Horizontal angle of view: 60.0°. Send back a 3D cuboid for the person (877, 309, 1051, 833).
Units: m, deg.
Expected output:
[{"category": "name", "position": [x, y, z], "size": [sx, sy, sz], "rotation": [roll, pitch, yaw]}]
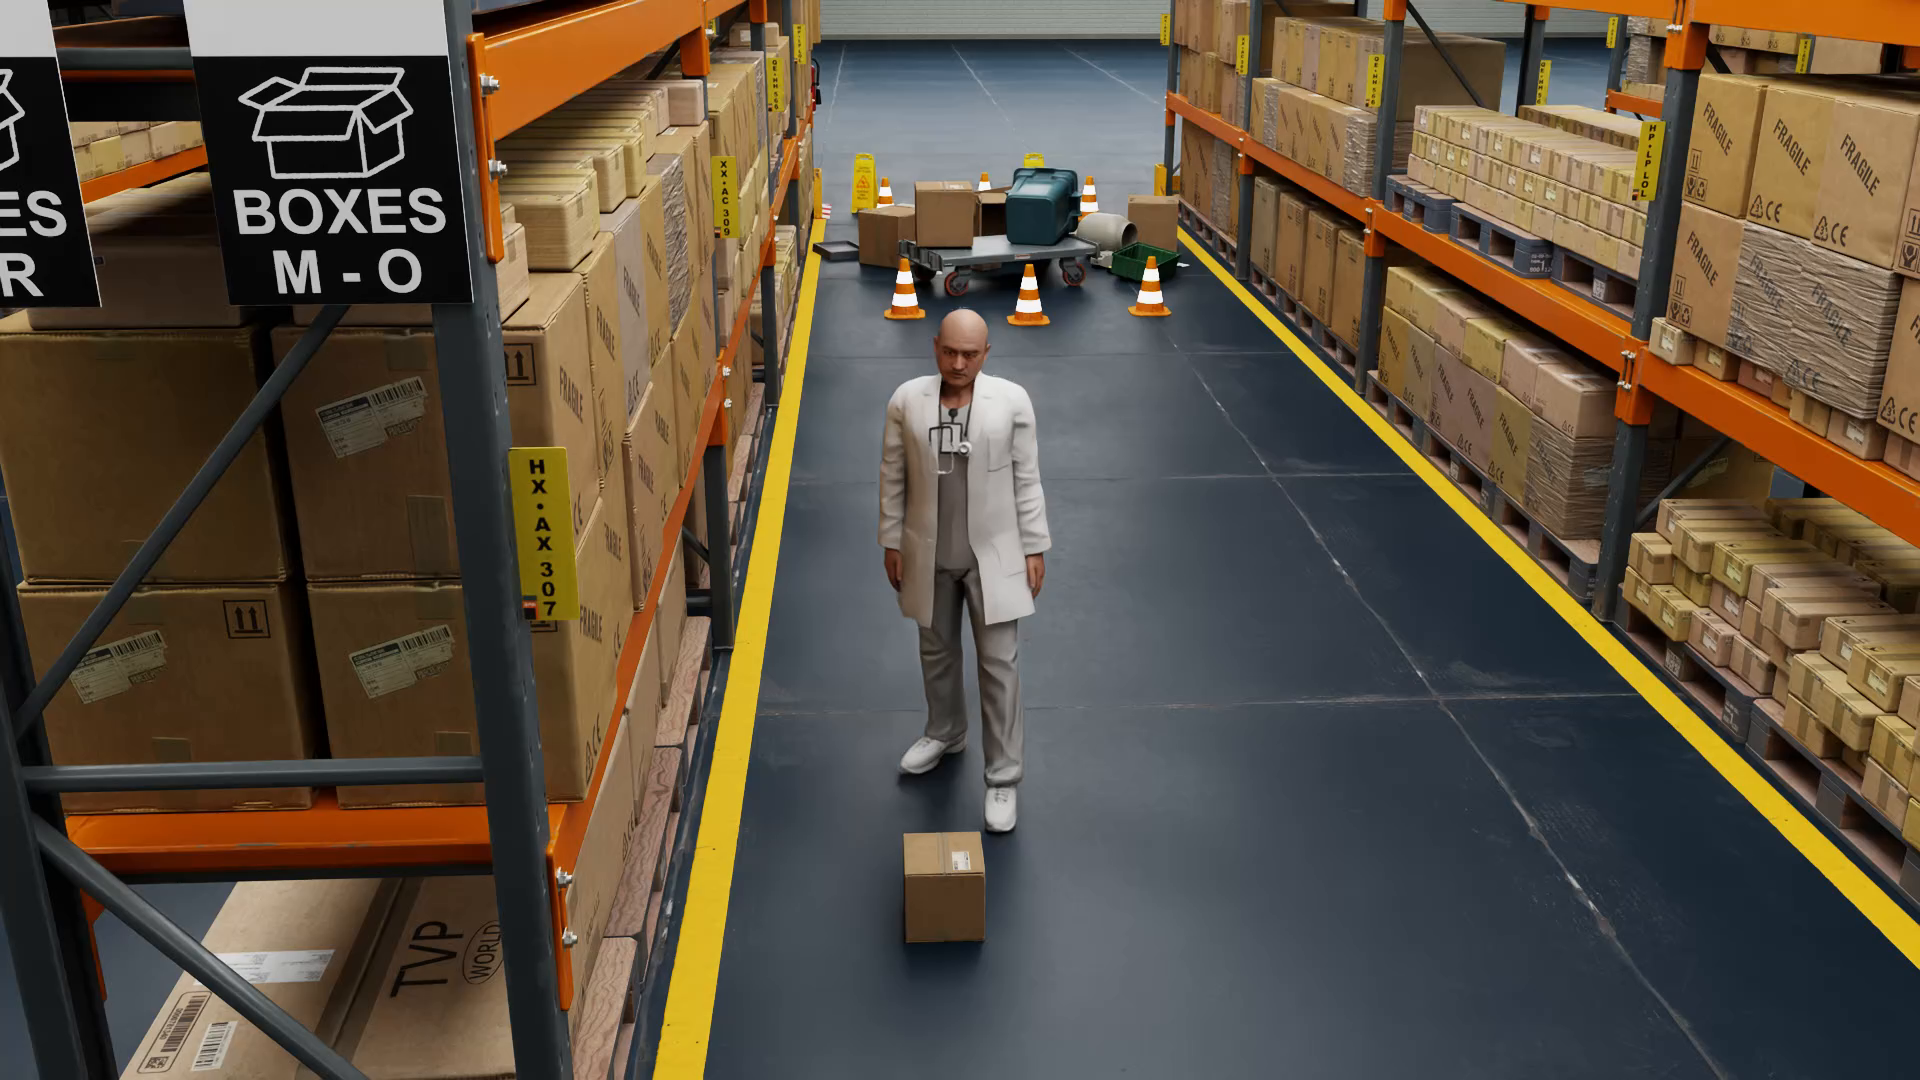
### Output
[{"category": "person", "position": [-0.014, 0.074, 5.854], "size": [0.632, 1.768, 0.695], "rotation": [4, 21, 11]}]
